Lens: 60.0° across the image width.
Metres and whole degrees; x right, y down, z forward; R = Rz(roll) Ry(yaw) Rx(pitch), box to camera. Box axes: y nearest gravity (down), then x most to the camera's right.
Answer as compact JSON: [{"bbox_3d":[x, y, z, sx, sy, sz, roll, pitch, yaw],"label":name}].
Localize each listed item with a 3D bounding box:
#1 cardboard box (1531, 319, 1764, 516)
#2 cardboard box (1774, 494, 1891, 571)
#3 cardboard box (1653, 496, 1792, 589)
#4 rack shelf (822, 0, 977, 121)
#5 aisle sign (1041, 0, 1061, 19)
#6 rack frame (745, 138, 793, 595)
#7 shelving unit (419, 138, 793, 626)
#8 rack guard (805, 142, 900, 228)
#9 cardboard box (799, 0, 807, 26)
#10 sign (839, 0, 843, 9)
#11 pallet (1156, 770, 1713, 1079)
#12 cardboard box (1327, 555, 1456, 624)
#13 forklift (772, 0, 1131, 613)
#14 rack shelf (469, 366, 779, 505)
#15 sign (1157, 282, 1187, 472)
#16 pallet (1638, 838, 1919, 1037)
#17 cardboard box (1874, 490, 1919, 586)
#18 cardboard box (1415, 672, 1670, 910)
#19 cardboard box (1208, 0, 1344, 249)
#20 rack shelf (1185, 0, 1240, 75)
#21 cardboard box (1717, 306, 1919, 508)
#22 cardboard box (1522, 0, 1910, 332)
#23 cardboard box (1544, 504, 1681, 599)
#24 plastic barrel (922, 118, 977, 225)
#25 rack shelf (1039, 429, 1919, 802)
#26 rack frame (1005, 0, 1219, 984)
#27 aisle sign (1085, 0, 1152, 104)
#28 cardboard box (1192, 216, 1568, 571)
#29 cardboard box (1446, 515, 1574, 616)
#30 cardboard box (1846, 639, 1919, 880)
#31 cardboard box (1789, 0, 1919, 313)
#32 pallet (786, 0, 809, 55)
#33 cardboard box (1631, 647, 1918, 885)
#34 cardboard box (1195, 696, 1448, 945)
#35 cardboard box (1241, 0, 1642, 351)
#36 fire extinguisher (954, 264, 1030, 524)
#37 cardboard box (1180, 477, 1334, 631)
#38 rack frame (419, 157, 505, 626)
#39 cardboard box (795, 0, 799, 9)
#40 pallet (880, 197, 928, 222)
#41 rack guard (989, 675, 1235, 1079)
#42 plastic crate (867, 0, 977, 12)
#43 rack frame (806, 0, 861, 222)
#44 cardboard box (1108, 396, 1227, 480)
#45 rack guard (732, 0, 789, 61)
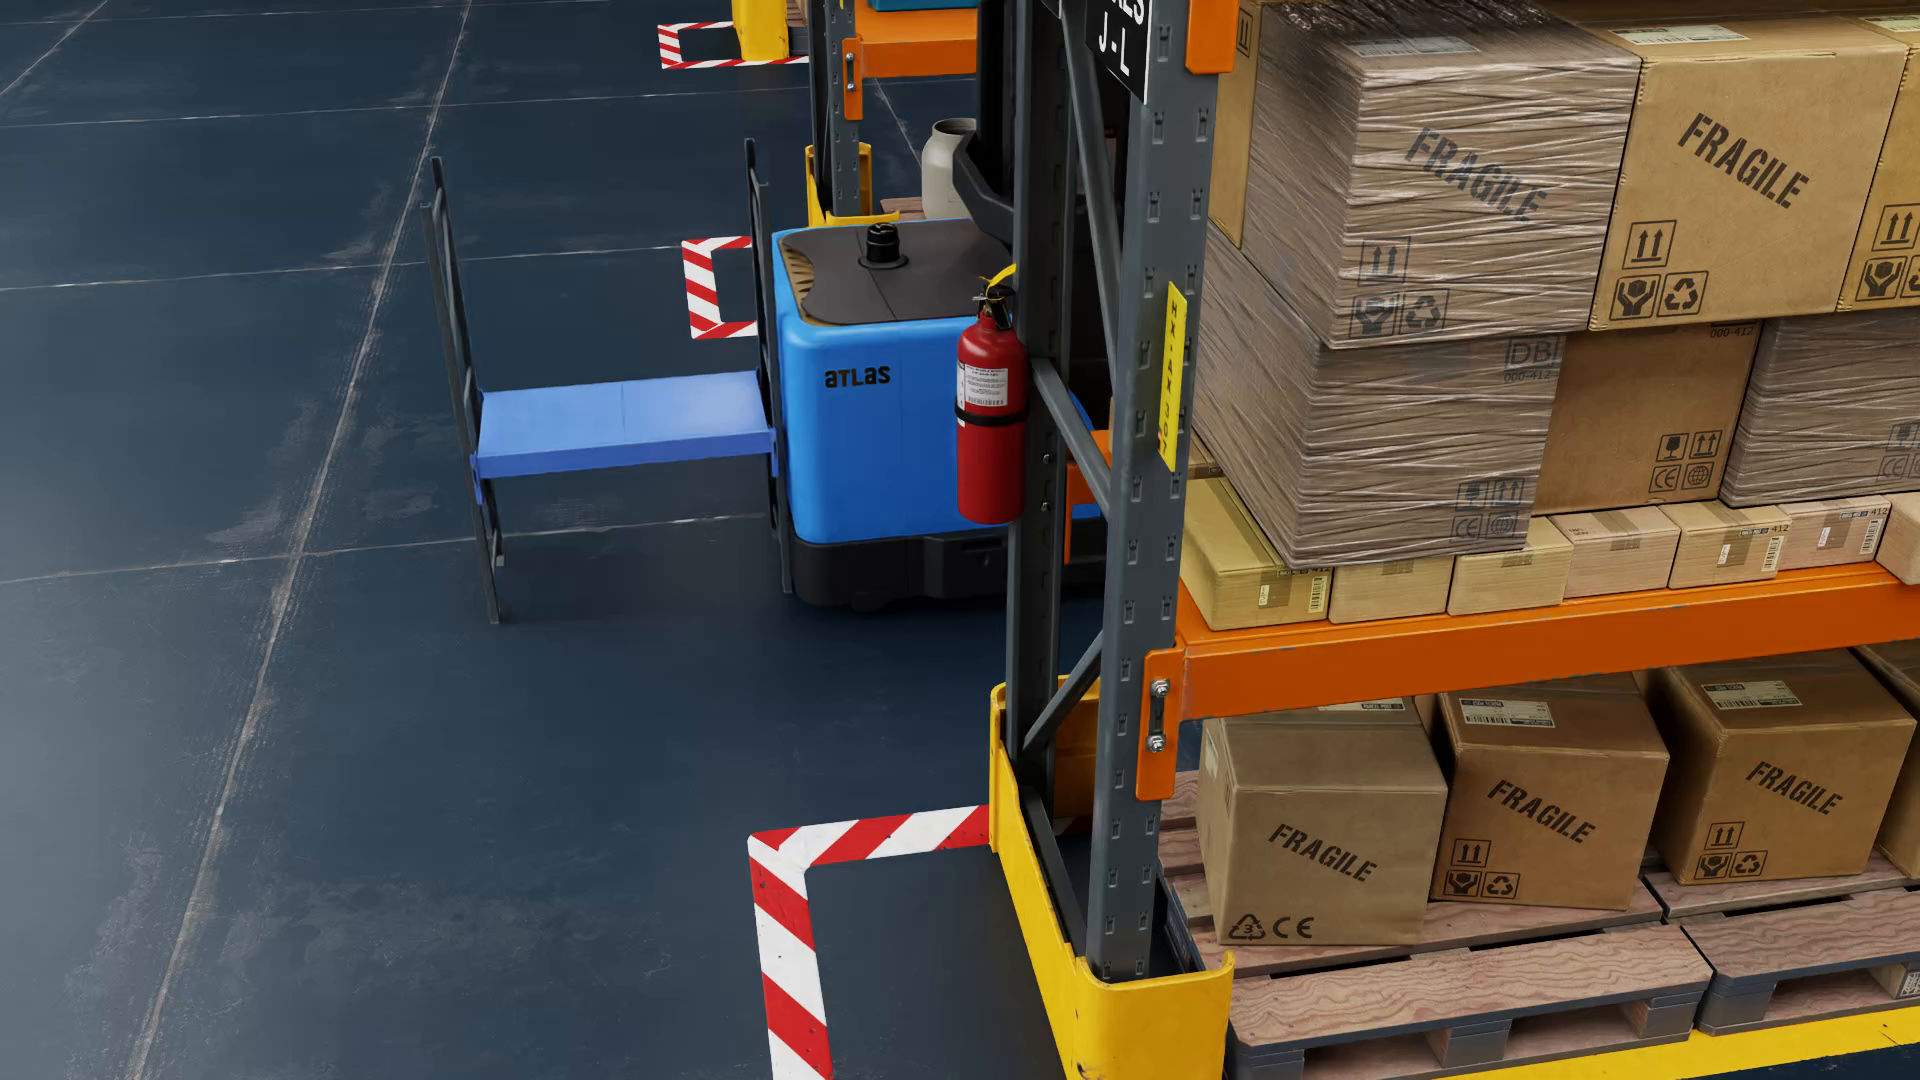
[{"bbox_3d":[1.289,-0.495,3.741,0.500,0.500,0.875,-5,31,-9],"label":"cardboard box"},{"bbox_3d":[1.825,-0.098,3.706,0.250,0.149,0.380,-5,31,-9],"label":"cardboard box"},{"bbox_3d":[1.584,-0.062,3.644,0.250,0.149,0.380,-5,31,-9],"label":"cardboard box"},{"bbox_3d":[1.348,-2.524,8.293,4.000,0.370,1.077,-5,31,-9],"label":"rack shelf"},{"bbox_3d":[0.158,-1.447,3.186,0.004,0.787,0.394,-5,31,-9],"label":"aisle sign"},{"bbox_3d":[-0.659,-0.578,5.753,0.032,1.500,0.500,-6,31,-10],"label":"rack frame"},{"bbox_3d":[-1.157,-0.527,5.666,1.048,1.500,0.538,-6,31,-10],"label":"shelving unit"},{"bbox_3d":[-0.553,-1.604,8.485,0.348,0.500,1.175,-5,31,-9],"label":"rack guard"},{"bbox_3d":[-0.940,-4.055,12.486,0.500,0.250,0.500,-5,31,-9],"label":"cardboard box"},{"bbox_3d":[-0.524,-2.496,7.263,0.005,0.325,0.100,-5,31,-9],"label":"sign"},{"bbox_3d":[1.153,0.957,4.415,1.213,0.211,1.003,-5,31,-9],"label":"pallet"},{"bbox_3d":[0.846,0.006,3.528,0.250,0.149,0.380,-5,31,-9],"label":"cardboard box"},{"bbox_3d":[0.832,-1.375,5.697,3.031,2.935,1.130,-6,31,-10],"label":"forklift"},{"bbox_3d":[-1.157,-0.372,5.758,1.000,0.185,0.538,-6,31,-10],"label":"rack shelf"},{"bbox_3d":[0.371,-0.285,2.921,0.005,0.325,0.100,-5,31,-9],"label":"sign"},{"bbox_3d":[2.351,0.847,4.601,1.213,0.211,1.003,-5,31,-9],"label":"pallet"},{"bbox_3d":[2.089,-0.069,3.657,0.250,0.149,0.380,-5,31,-9],"label":"cardboard box"},{"bbox_3d":[1.472,0.594,4.332,0.500,0.500,0.500,2,31,4],"label":"cardboard box"},{"bbox_3d":[0.769,-0.958,3.541,0.500,0.500,0.500,-5,31,-9],"label":"cardboard box"},{"bbox_3d":[2.240,-1.347,3.333,4.000,0.370,1.077,-5,31,-9],"label":"rack shelf"},{"bbox_3d":[1.789,-0.519,3.782,0.500,0.500,0.875,-5,31,-9],"label":"cardboard box"},{"bbox_3d":[1.356,-0.741,3.172,0.500,0.500,0.500,-5,31,-9],"label":"cardboard box"},{"bbox_3d":[1.336,-0.043,3.611,0.250,0.149,0.380,-5,31,-9],"label":"cardboard box"},{"bbox_3d":[0.014,-1.858,8.491,0.421,0.512,0.421,0,30,0],"label":"plastic barrel"},{"bbox_3d":[2.240,-0.054,4.093,4.000,0.370,1.077,-5,31,-9],"label":"rack shelf"},{"bbox_3d":[0.273,-0.182,3.600,0.127,3.000,1.000,-5,31,-9],"label":"rack frame"},{"bbox_3d":[0.266,-1.147,2.677,0.004,0.787,0.394,-5,31,-9],"label":"aisle sign"},{"bbox_3d":[0.819,-0.390,3.561,0.500,0.500,0.875,-5,31,-9],"label":"cardboard box"},{"bbox_3d":[1.094,-0.009,3.555,0.250,0.149,0.380,-5,31,-9],"label":"cardboard box"},{"bbox_3d":[2.648,0.518,4.462,0.500,0.500,0.500,-8,31,-13],"label":"cardboard box"},{"bbox_3d":[1.848,-0.787,3.251,0.500,0.500,0.500,-5,31,-9],"label":"cardboard box"},{"bbox_3d":[-0.763,-4.010,12.861,1.213,0.211,1.003,-5,31,-9],"label":"pallet"},{"bbox_3d":[2.091,0.547,4.413,0.500,0.500,0.500,-3,31,-4],"label":"cardboard box"},{"bbox_3d":[0.890,0.666,4.210,0.500,0.500,0.500,0,30,0],"label":"cardboard box"},{"bbox_3d":[0.863,-0.699,3.100,0.500,0.500,0.500,-5,31,-9],"label":"cardboard box"},{"bbox_3d":[0.077,-0.368,3.993,0.183,0.674,0.296,-5,31,-9],"label":"fire extinguisher"},{"bbox_3d":[0.596,0.019,3.506,0.250,0.149,0.380,-5,31,-9],"label":"cardboard box"},{"bbox_3d":[-1.656,-0.476,5.580,0.032,1.500,0.500,-6,31,-10],"label":"rack frame"},{"bbox_3d":[-1.033,-4.313,12.925,0.500,0.250,0.500,-5,31,-9],"label":"cardboard box"},{"bbox_3d":[0.247,-1.551,8.680,1.213,0.211,1.003,-5,31,-9],"label":"pallet"},{"bbox_3d":[0.348,0.889,4.246,0.348,0.500,1.175,-5,31,-9],"label":"rack guard"},{"bbox_3d":[-0.181,-2.782,8.169,0.616,0.251,0.499,-5,31,-9],"label":"plastic crate"},{"bbox_3d":[-0.619,-2.651,7.800,0.127,3.000,1.000,-5,31,-9],"label":"rack frame"},{"bbox_3d":[0.516,-0.203,3.883,0.250,0.149,0.380,-5,31,-9],"label":"cardboard box"},{"bbox_3d":[-1.531,-4.042,12.630,0.348,0.500,1.175,-5,31,-9],"label":"rack guard"}]
